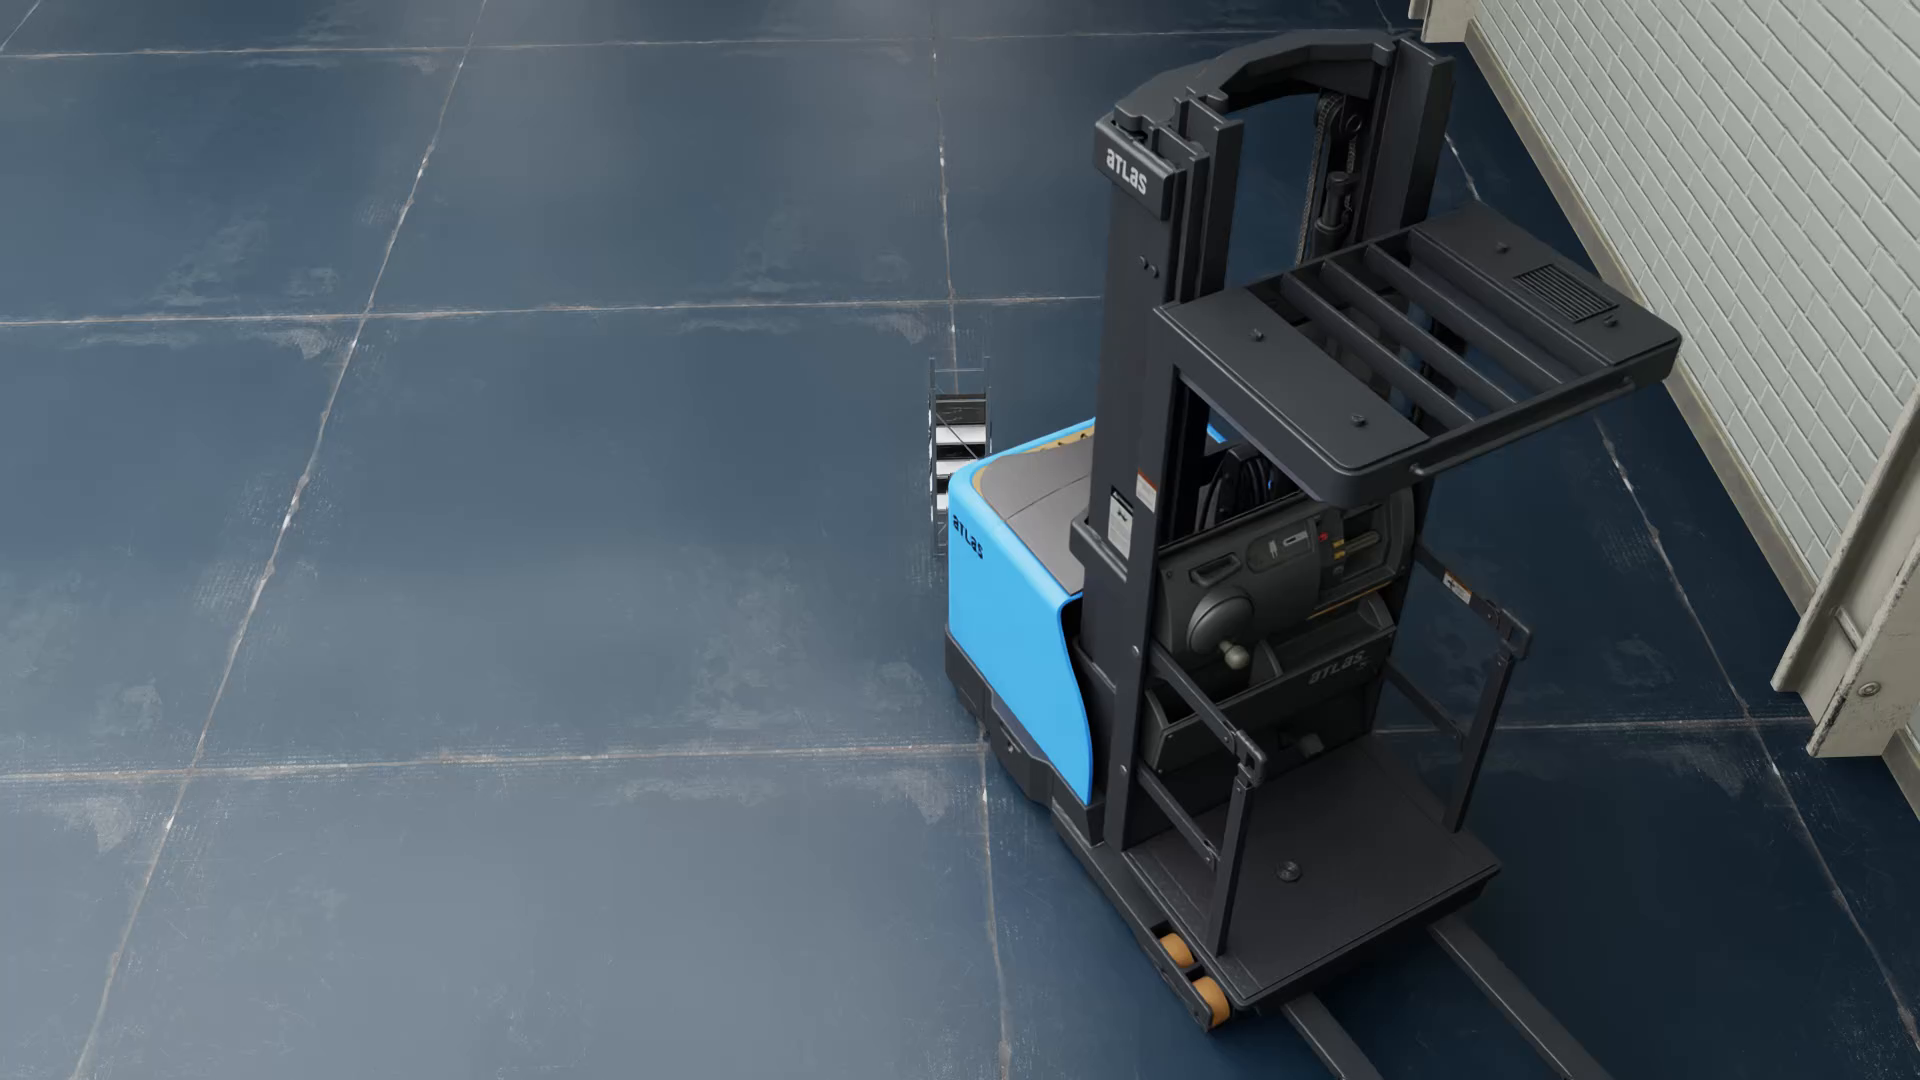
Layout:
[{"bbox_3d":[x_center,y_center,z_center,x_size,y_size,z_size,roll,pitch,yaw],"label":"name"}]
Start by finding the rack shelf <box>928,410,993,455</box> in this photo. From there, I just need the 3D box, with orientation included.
[{"bbox_3d":[0.000,-0.445,6.853,0.258,0.077,0.200,-2,43,-2],"label":"rack shelf"}]

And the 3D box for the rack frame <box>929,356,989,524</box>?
[{"bbox_3d":[-0.005,-0.406,7.027,0.240,0.900,0.006,-2,43,-2],"label":"rack frame"}]

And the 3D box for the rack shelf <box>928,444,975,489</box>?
[{"bbox_3d":[0.000,-0.313,6.974,0.258,0.077,0.200,-2,43,-2],"label":"rack shelf"}]

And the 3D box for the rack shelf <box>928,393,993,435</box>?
[{"bbox_3d":[0.000,-0.512,6.792,0.258,0.077,0.200,-2,43,-2],"label":"rack shelf"}]

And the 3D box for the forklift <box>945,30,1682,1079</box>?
[{"bbox_3d":[1.108,0.169,4.897,1.130,2.935,3.031,-21,47,-21],"label":"forklift"}]

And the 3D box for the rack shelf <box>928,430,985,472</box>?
[{"bbox_3d":[0.000,-0.379,6.914,0.258,0.077,0.200,-2,43,-2],"label":"rack shelf"}]

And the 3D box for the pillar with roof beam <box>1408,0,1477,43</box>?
[{"bbox_3d":[-1.162,-6.553,7.739,9.100,9.000,0.400,-2,43,-2],"label":"pillar with roof beam"}]

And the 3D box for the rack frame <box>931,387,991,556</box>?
[{"bbox_3d":[0.004,-0.269,6.877,0.240,0.900,0.006,-2,43,-2],"label":"rack frame"}]

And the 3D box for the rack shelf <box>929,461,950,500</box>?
[{"bbox_3d":[0.000,-0.246,7.035,0.258,0.077,0.200,-2,43,-2],"label":"rack shelf"}]

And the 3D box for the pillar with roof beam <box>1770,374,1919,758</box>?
[{"bbox_3d":[-0.908,-2.502,3.320,9.100,9.000,0.400,-2,43,-2],"label":"pillar with roof beam"}]

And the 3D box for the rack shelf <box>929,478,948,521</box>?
[{"bbox_3d":[0.000,-0.180,7.096,0.258,0.077,0.200,-2,43,-2],"label":"rack shelf"}]

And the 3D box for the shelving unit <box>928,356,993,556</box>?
[{"bbox_3d":[0.000,-0.337,6.952,0.258,0.900,0.210,-2,43,-2],"label":"shelving unit"}]
